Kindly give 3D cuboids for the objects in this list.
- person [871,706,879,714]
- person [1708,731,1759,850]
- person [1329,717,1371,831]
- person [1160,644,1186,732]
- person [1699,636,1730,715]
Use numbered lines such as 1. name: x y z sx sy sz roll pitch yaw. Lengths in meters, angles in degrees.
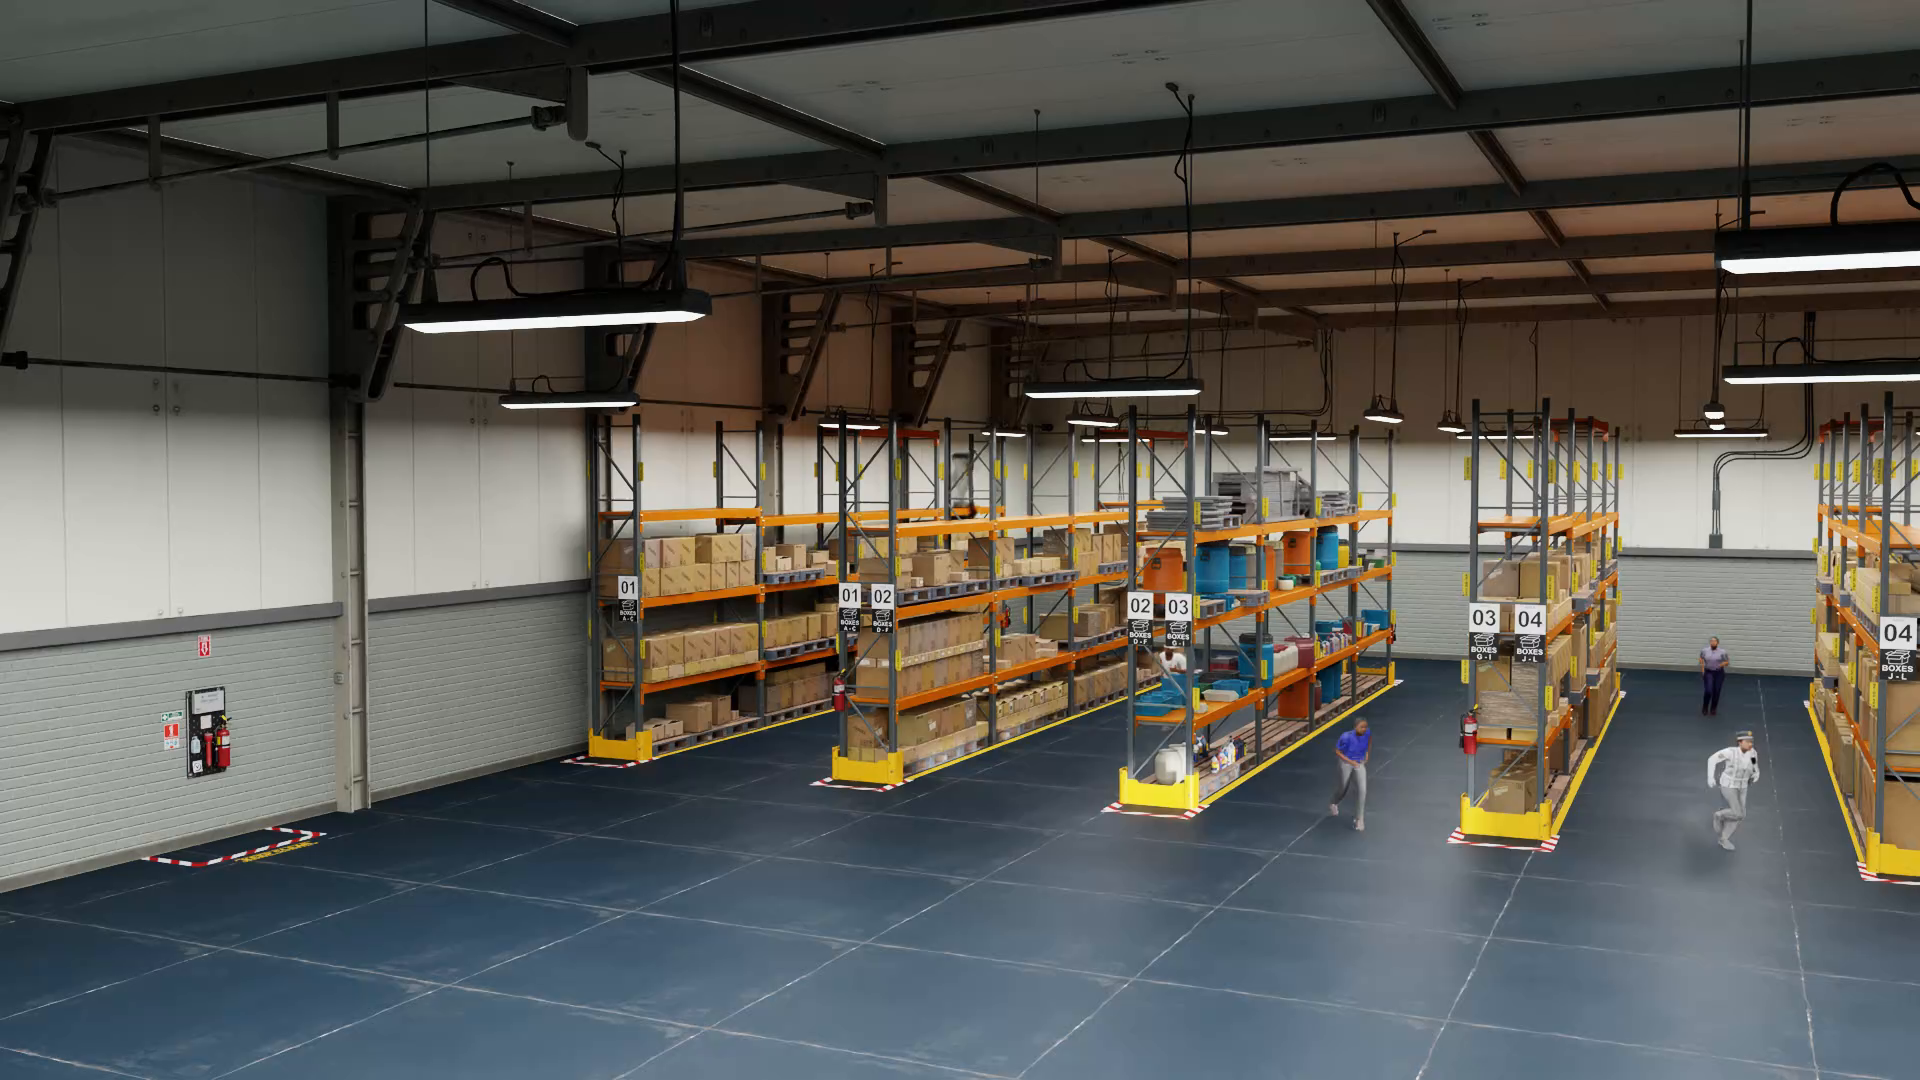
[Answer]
1. person: -1.385 2.950 30.884 0.707 1.600 1.071 1 3 31
2. person: 10.286 3.302 22.034 0.605 1.616 0.670 -1 2 -15
3. person: 5.527 3.265 23.632 0.615 1.615 0.972 -1 2 -16
4. person: 4.151 2.820 32.224 0.689 1.768 0.958 1 3 27
5. person: 15.455 2.793 34.079 0.580 1.638 0.638 1 3 22
